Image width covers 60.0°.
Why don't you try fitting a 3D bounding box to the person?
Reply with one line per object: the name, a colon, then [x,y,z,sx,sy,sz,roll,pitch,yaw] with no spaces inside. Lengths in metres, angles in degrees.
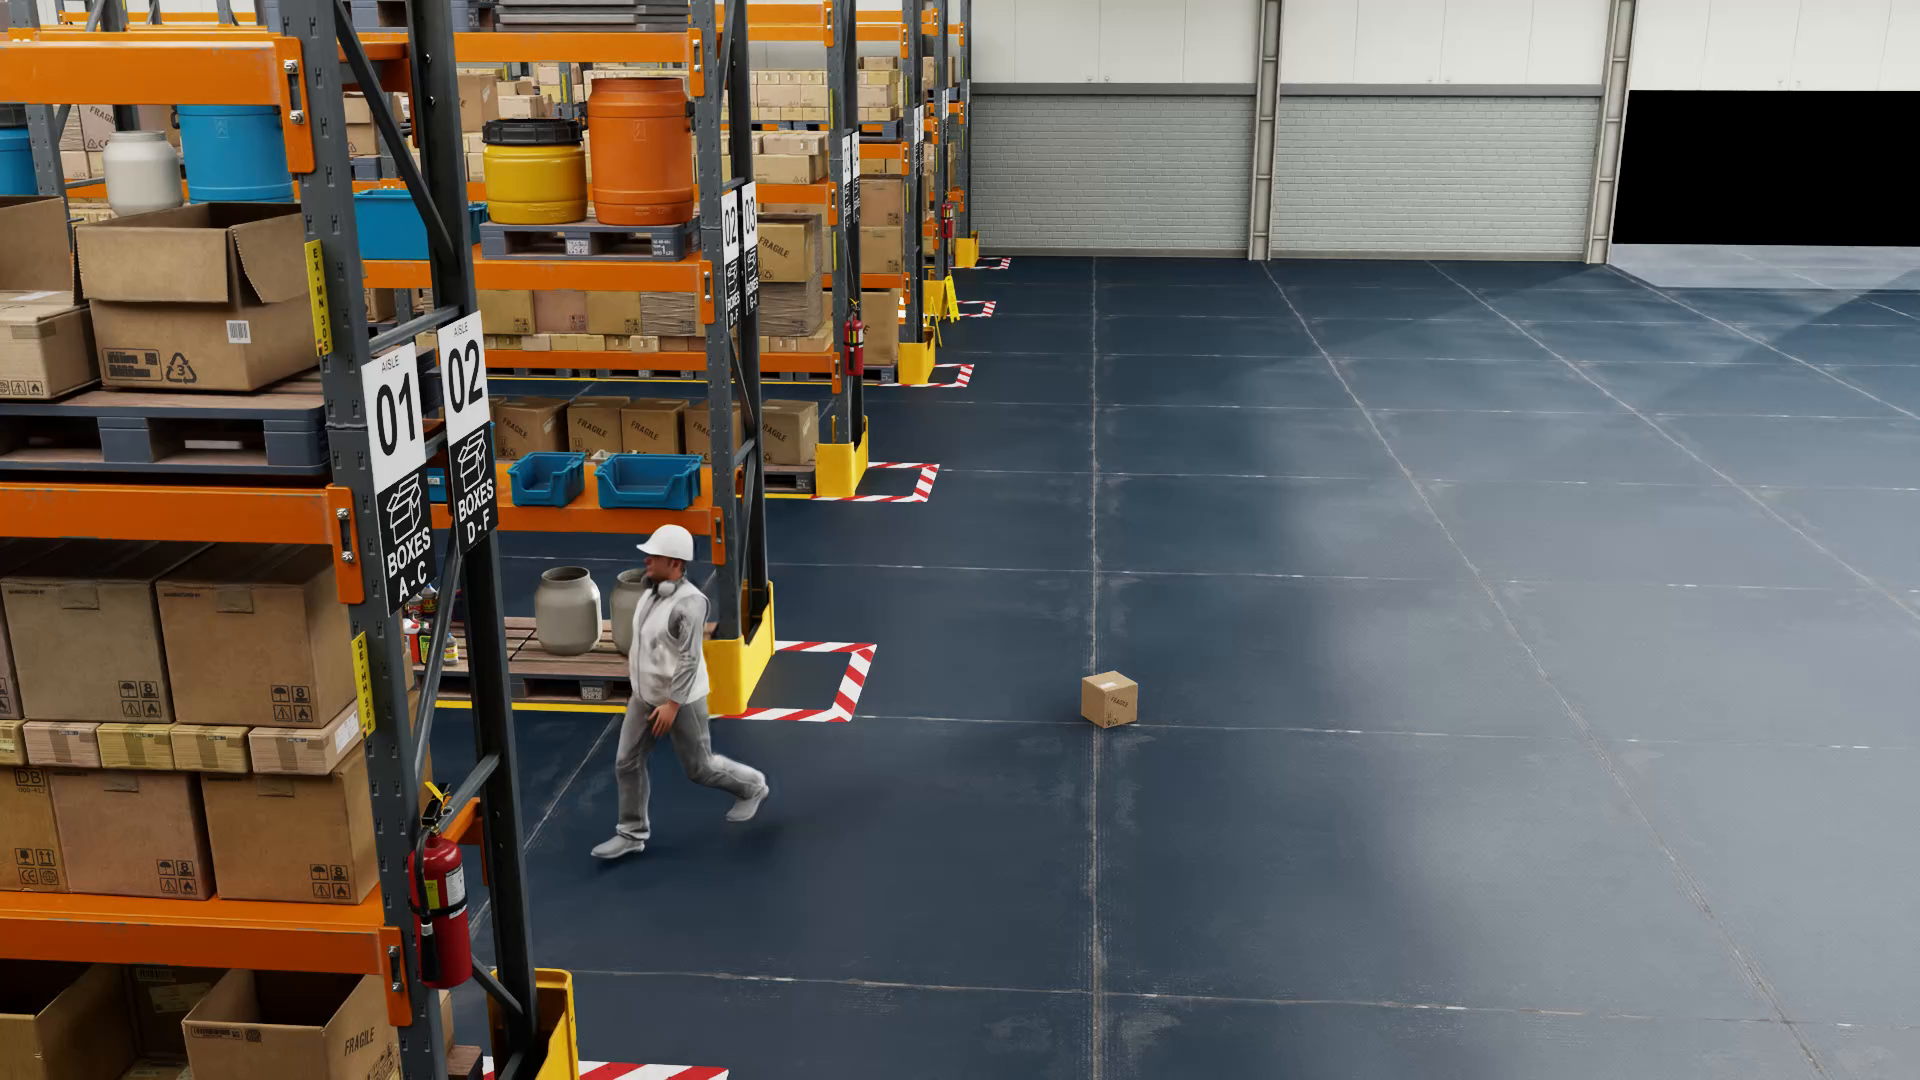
person: [-1.467,0.767,8.554,0.982,1.736,0.532,-15,23,-40]
